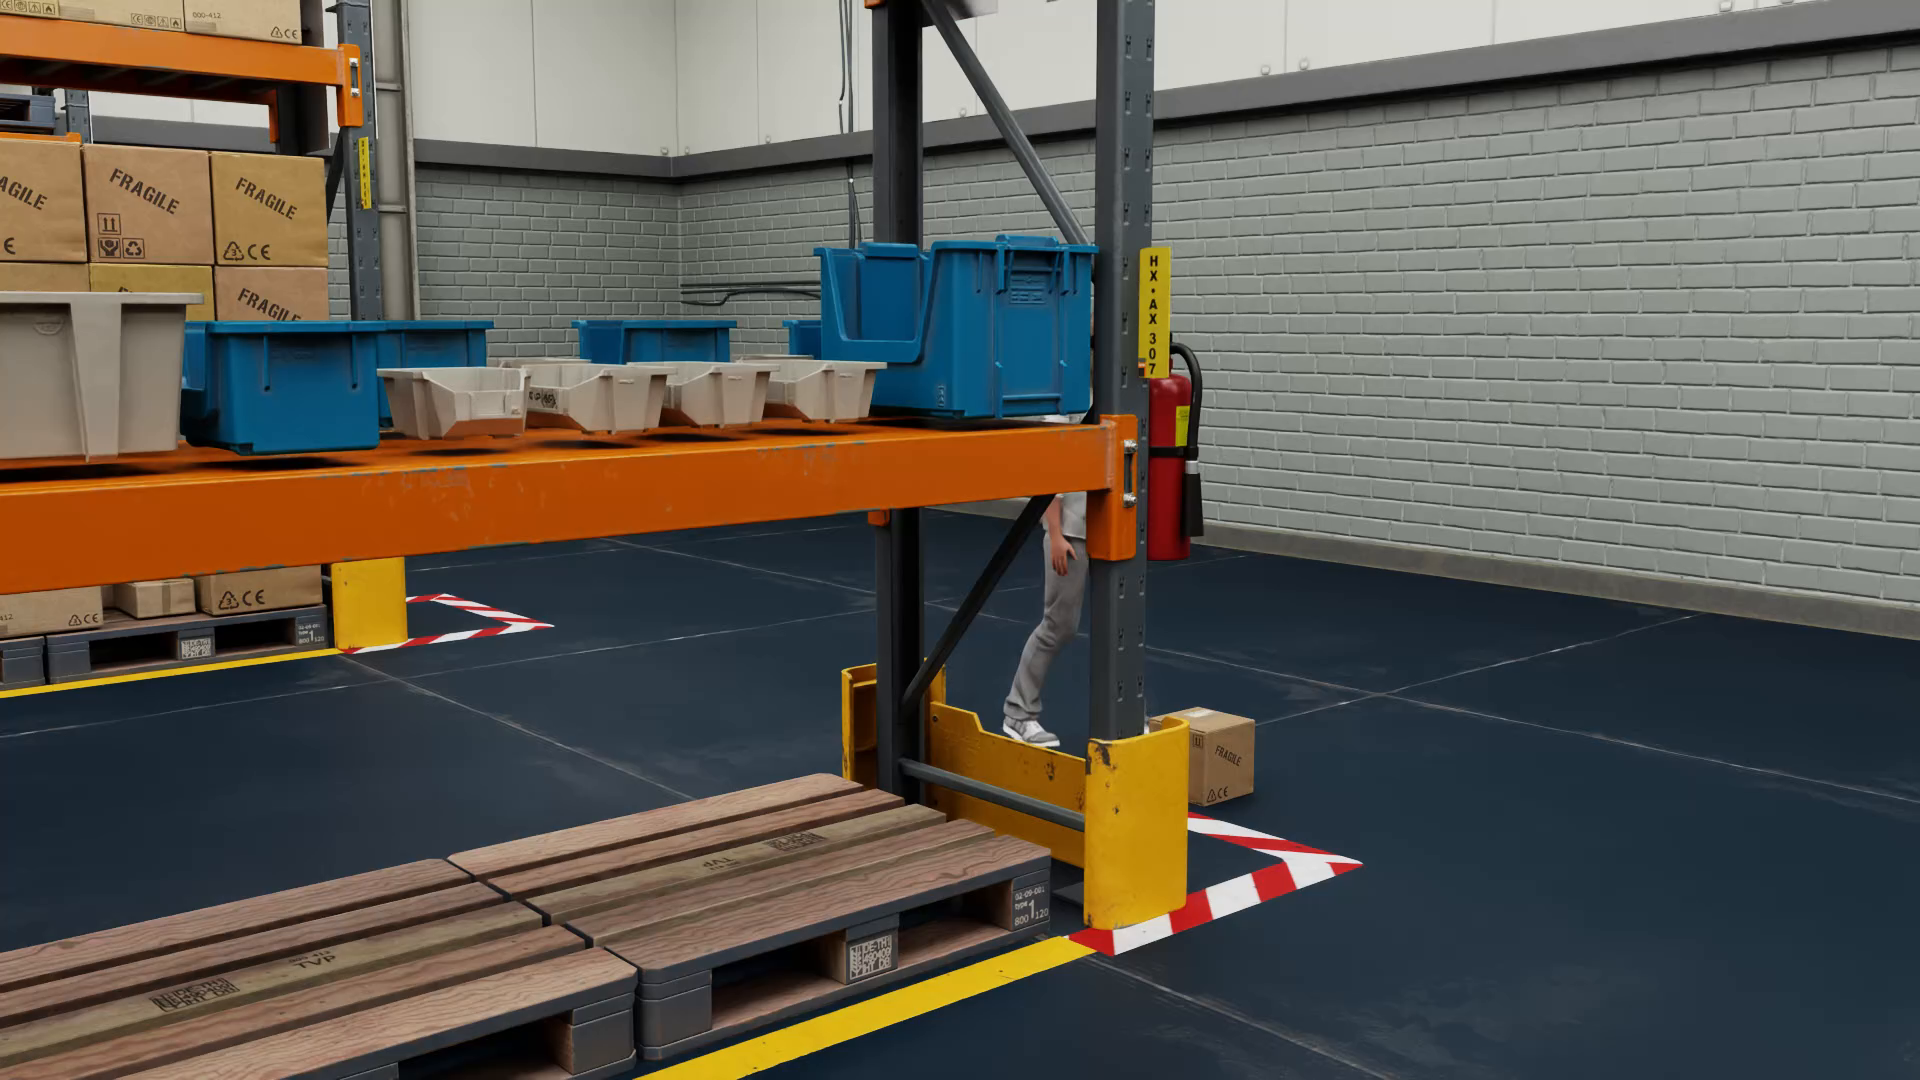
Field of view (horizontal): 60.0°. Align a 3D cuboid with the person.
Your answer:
[{"bbox_3d":[0.470,-0.021,5.908,0.659,1.586,0.421,7,10,42],"label":"person"}]
